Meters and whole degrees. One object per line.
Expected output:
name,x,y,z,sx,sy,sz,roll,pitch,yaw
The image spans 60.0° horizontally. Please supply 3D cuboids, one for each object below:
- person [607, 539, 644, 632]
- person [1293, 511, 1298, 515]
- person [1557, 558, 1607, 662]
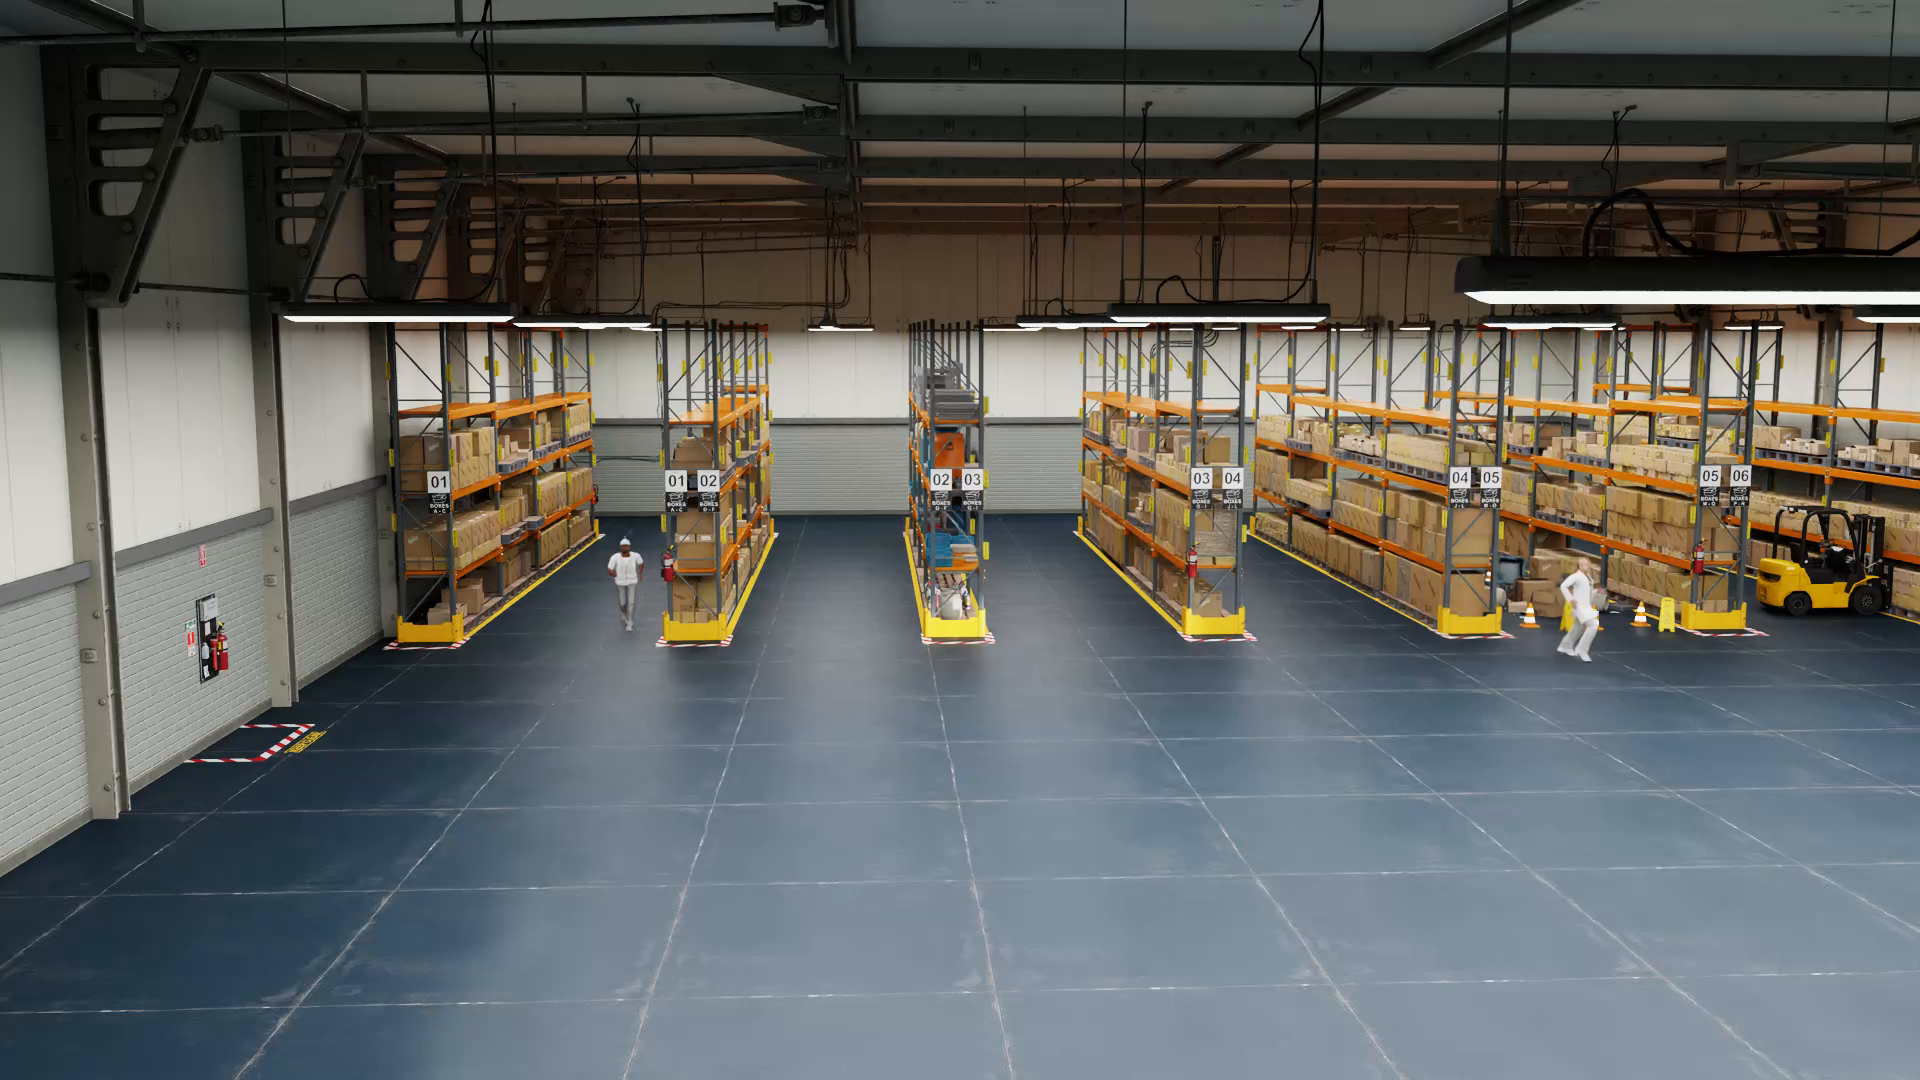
person,-6.492,0.852,32.333,0.700,1.761,0.957,-1,7,-12
person,9.818,-1.076,48.769,0.589,1.534,0.536,5,9,36
person,10.961,1.236,29.309,0.810,1.834,0.671,5,9,35
